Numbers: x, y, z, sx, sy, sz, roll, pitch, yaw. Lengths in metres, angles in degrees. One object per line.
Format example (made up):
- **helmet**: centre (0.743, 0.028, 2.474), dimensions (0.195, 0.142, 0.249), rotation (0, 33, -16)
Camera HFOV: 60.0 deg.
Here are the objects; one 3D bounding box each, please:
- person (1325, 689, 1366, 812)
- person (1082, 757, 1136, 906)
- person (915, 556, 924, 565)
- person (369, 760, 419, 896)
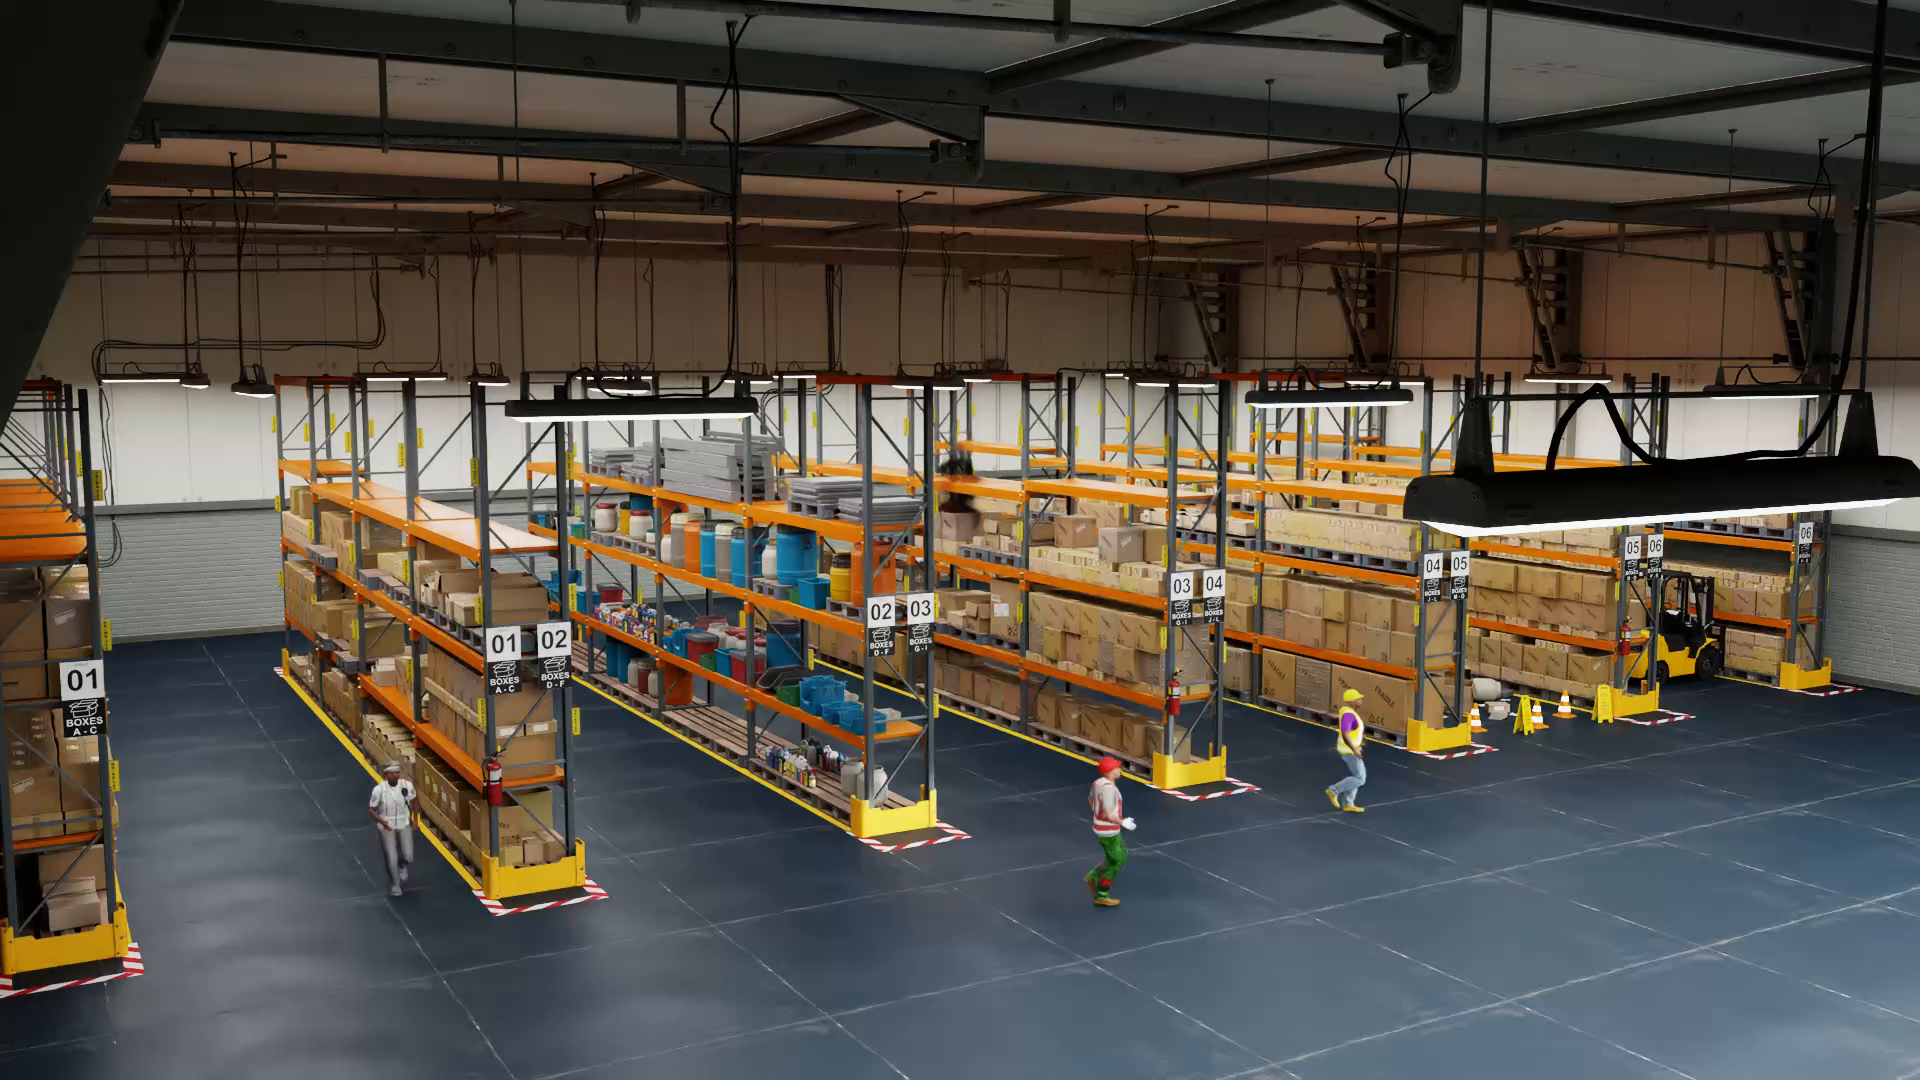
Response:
- **person**: centre (5.395, 2.937, 23.237), dimensions (0.577, 1.738, 0.719), rotation (1, 6, 5)
- **person**: centre (1.724, 3.363, 19.196), dimensions (0.586, 1.745, 0.661), rotation (0, 6, -3)
- **person**: centre (-1.196, 0.920, 41.855), dimensions (0.695, 1.730, 0.776), rotation (-2, 7, -18)
- **person**: centre (-6.641, 3.396, 19.585), dimensions (0.584, 1.634, 0.538), rotation (-3, 7, -27)
